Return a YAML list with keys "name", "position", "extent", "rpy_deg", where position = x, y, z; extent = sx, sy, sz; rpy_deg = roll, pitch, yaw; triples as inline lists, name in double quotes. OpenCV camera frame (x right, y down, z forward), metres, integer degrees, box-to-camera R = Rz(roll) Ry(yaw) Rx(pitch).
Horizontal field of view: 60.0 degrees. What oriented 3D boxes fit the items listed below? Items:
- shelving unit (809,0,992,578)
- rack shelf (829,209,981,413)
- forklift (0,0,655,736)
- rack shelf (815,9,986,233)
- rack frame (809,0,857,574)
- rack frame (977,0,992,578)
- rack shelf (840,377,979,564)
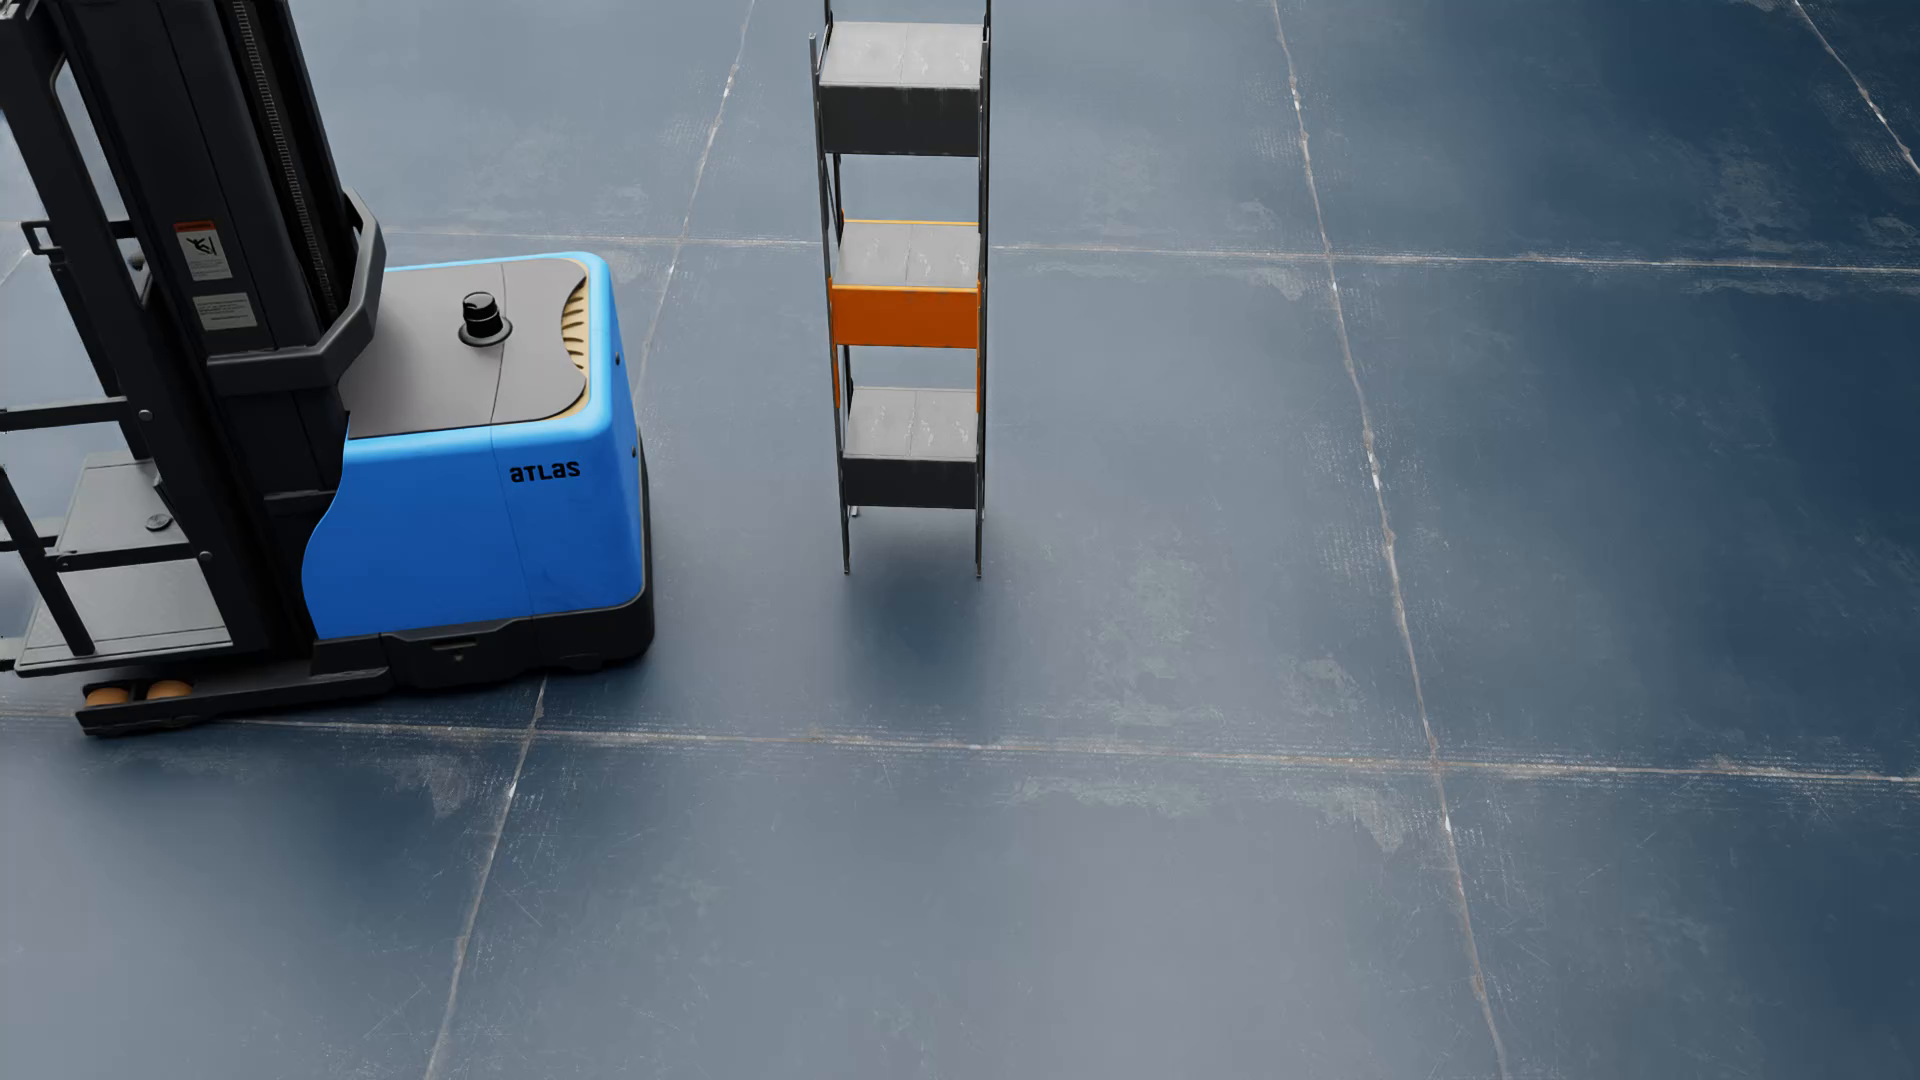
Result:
- name: "shelving unit"
  position: [-0.165, -0.773, 5.540]
  extent: [0.503, 2.100, 0.431]
  rpy_deg: [2, 43, 2]
- name: "rack shelf"
  position: [-0.165, -0.763, 5.549]
  extent: [0.480, 0.518, 0.431]
  rpy_deg: [2, 43, 2]
- name: "forklift"
  position: [-2.628, -0.812, 4.971]
  extent: [3.031, 2.935, 1.130]
  rpy_deg: [-6, 43, -7]
- name: "rack shelf"
  position: [-0.165, -1.276, 5.072]
  extent: [0.480, 0.518, 0.431]
  rpy_deg: [2, 43, 2]
- name: "rack frame"
  position: [-0.409, -0.781, 5.548]
  extent: [0.015, 2.100, 0.400]
  rpy_deg: [2, 43, 2]
- name: "rack frame"
  position: [0.078, -0.766, 5.532]
  extent: [0.015, 2.100, 0.400]
  rpy_deg: [2, 43, 2]
- name: "rack shelf"
  position: [-0.165, -0.251, 6.026]
  extent: [0.480, 0.518, 0.431]
  rpy_deg: [2, 43, 2]
